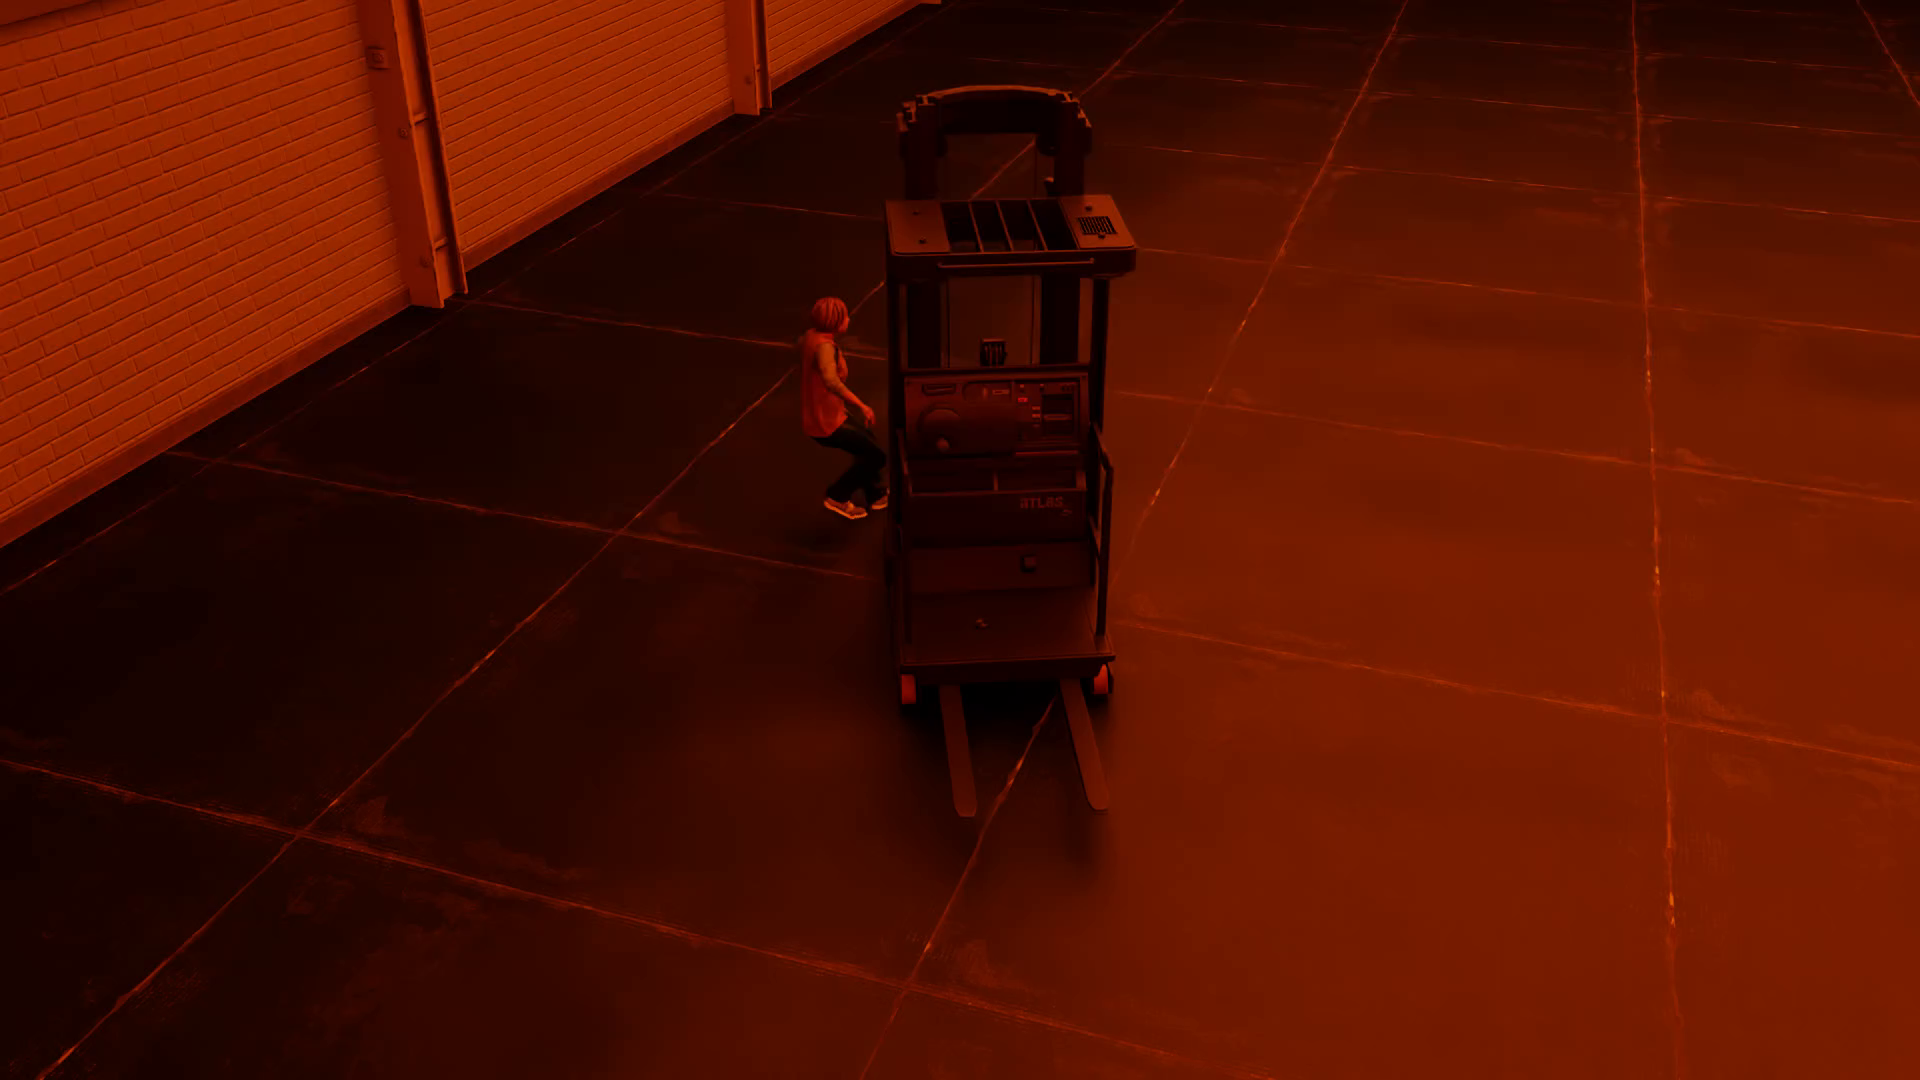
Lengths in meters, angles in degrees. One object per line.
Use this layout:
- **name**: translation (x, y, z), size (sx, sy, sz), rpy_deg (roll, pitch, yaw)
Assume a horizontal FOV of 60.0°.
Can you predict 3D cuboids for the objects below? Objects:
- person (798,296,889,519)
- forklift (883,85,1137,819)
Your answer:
- **person**: translation (-0.613, -0.772, 9.942), size (0.682, 1.476, 0.887), rpy_deg (-5, 30, -9)
- **forklift**: translation (0.206, -0.594, 8.179), size (1.130, 2.935, 3.031), rpy_deg (-2, 30, -4)
